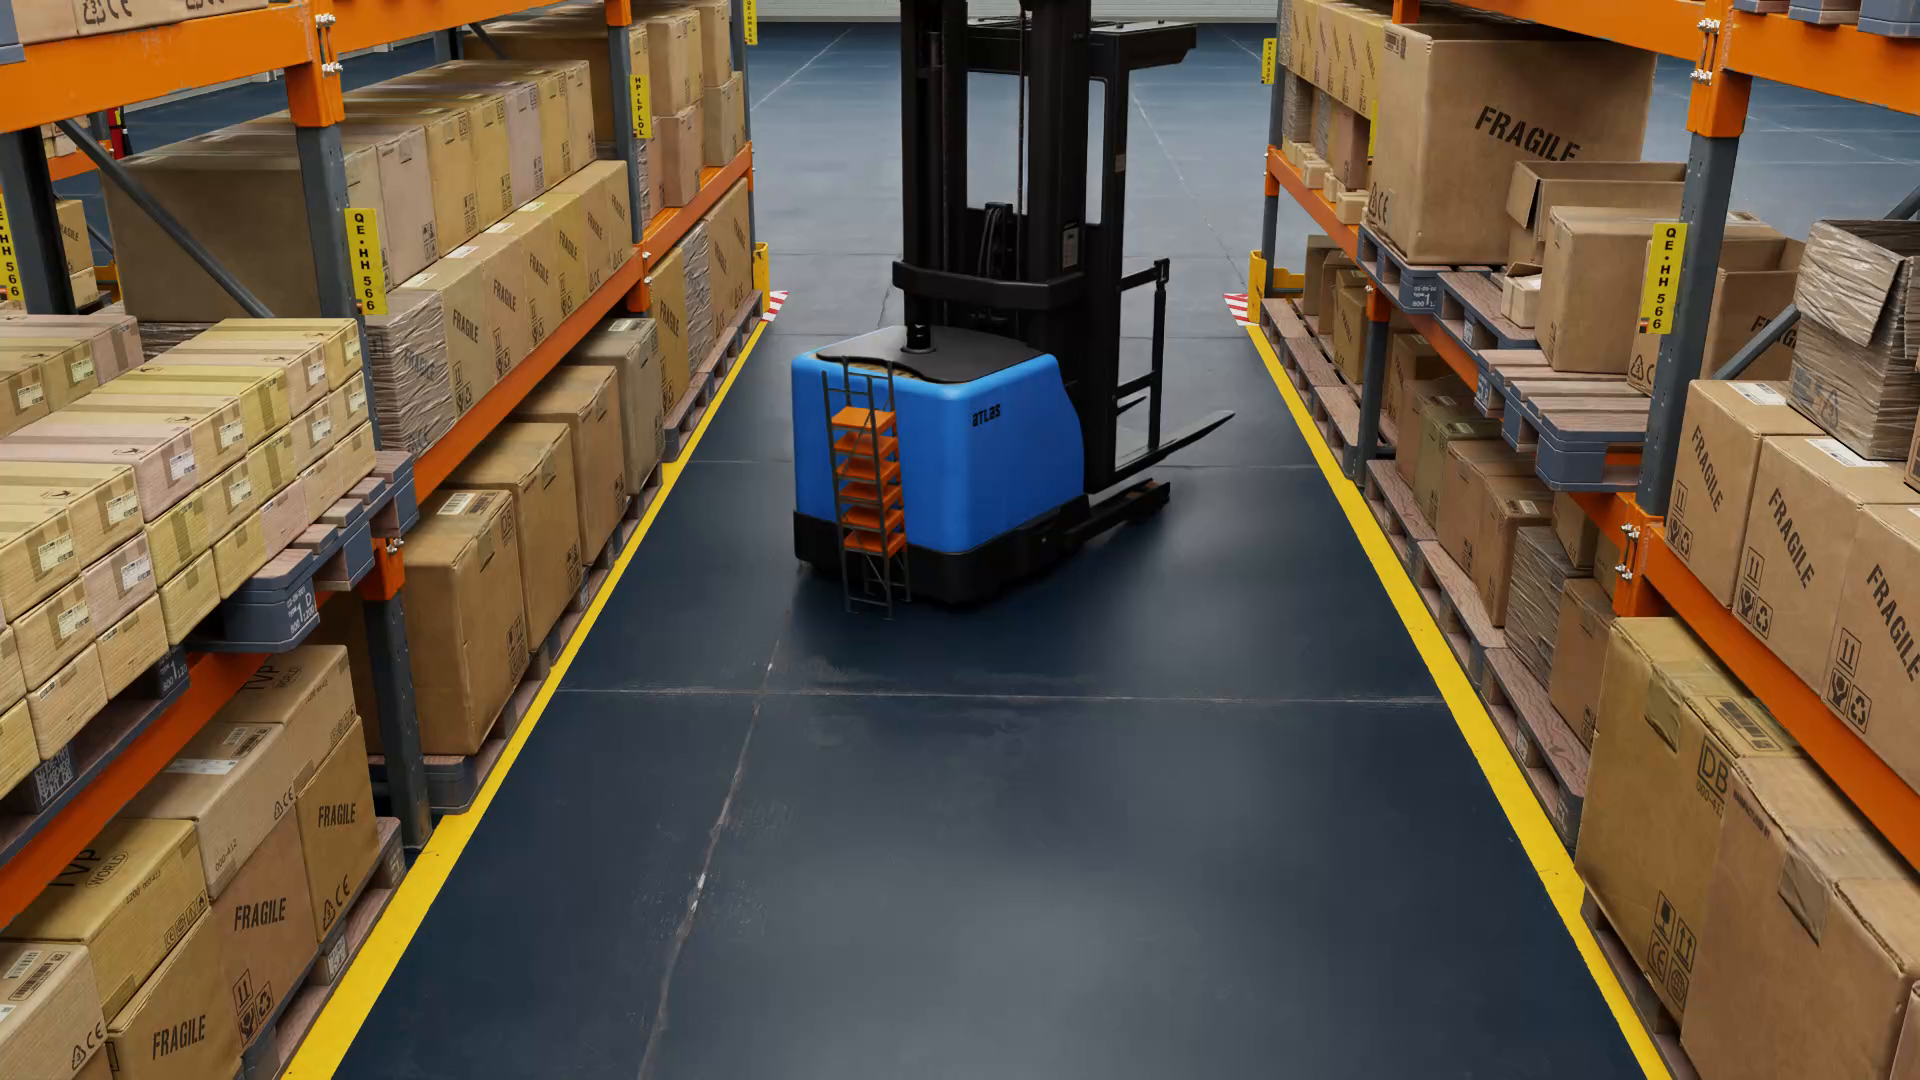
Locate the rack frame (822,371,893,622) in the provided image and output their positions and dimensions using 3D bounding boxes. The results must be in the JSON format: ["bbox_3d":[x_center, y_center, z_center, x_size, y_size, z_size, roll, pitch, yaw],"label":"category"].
[{"bbox_3d":[-0.448,-0.176,7.337,0.240,1.200,0.006,10,31,23],"label":"rack frame"}]

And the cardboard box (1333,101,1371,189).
[{"bbox_3d":[2.759,-2.412,10.049,0.875,0.500,0.500,1,21,2],"label":"cardboard box"}]

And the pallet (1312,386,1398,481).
[{"bbox_3d":[2.704,-0.645,9.900,1.003,0.211,1.213,1,21,2],"label":"pallet"}]

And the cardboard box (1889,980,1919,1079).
[{"bbox_3d":[2.501,1.430,3.052,1.225,0.875,0.875,0,21,0],"label":"cardboard box"}]

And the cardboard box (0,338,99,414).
[{"bbox_3d":[-2.571,-0.441,4.463,0.380,0.149,0.250,0,21,0],"label":"cardboard box"}]

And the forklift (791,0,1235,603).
[{"bbox_3d":[0.470,-1.551,8.473,1.130,2.935,3.031,15,26,34],"label":"forklift"}]

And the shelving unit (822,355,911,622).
[{"bbox_3d":[-0.409,-0.218,7.409,0.258,1.200,0.189,10,31,23],"label":"shelving unit"}]

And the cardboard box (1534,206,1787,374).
[{"bbox_3d":[2.490,-0.897,5.975,0.700,0.500,0.500,4,22,10],"label":"cardboard box"}]

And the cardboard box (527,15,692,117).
[{"bbox_3d":[-2.136,-2.894,10.139,0.875,0.550,0.550,1,21,2],"label":"cardboard box"}]

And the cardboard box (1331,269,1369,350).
[{"bbox_3d":[2.783,-1.511,11.151,0.500,0.500,0.500,3,21,7],"label":"cardboard box"}]

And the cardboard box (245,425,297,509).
[{"bbox_3d":[-1.929,-0.189,4.225,0.380,0.149,0.250,1,21,3],"label":"cardboard box"}]

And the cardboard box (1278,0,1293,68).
[{"bbox_3d":[2.551,-3.604,11.739,0.500,0.500,0.500,1,21,2],"label":"cardboard box"}]

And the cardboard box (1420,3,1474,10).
[{"bbox_3d":[3.020,-3.056,10.327,0.500,0.500,0.500,1,21,2],"label":"cardboard box"}]

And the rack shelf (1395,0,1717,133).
[{"bbox_3d":[2.658,-2.042,6.493,1.077,0.370,4.000,1,21,2],"label":"rack shelf"}]

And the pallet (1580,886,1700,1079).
[{"bbox_3d":[2.498,1.328,4.814,1.003,0.211,1.213,1,21,2],"label":"pallet"}]

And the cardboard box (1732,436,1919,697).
[{"bbox_3d":[2.297,0.057,4.098,0.500,0.500,0.500,0,21,0],"label":"cardboard box"}]

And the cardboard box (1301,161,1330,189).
[{"bbox_3d":[2.451,-2.390,10.888,0.380,0.149,0.250,1,21,2],"label":"cardboard box"}]

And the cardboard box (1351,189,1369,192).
[{"bbox_3d":[2.552,-2.027,9.953,0.380,0.149,0.250,1,21,2],"label":"cardboard box"}]

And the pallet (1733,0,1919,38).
[{"bbox_3d":[2.630,-1.333,3.932,1.213,0.211,1.003,2,21,4],"label":"pallet"}]

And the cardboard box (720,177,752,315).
[{"bbox_3d":[-2.069,-2.199,12.406,0.875,0.875,0.875,1,21,2],"label":"cardboard box"}]

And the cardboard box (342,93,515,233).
[{"bbox_3d":[-2.291,-1.575,6.921,0.700,0.500,0.500,0,21,1],"label":"cardboard box"}]

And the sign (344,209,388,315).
[{"bbox_3d":[-1.815,-0.847,5.075,0.100,0.325,0.005,1,21,2],"label":"sign"}]

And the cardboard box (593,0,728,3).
[{"bbox_3d":[-2.164,-3.679,12.164,0.875,0.550,0.550,1,21,2],"label":"cardboard box"}]

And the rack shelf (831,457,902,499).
[{"bbox_3d":[-0.413,-0.284,7.374,0.258,0.103,0.180,10,31,23],"label":"rack shelf"}]

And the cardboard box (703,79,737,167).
[{"bbox_3d":[-2.075,-2.976,11.844,0.875,0.550,0.550,1,21,2],"label":"cardboard box"}]

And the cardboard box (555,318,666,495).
[{"bbox_3d":[-2.165,-0.715,8.754,1.050,0.750,0.750,1,21,1],"label":"cardboard box"}]

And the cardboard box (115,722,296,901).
[{"bbox_3d":[-2.121,0.706,4.402,0.500,0.250,0.500,1,21,2],"label":"cardboard box"}]

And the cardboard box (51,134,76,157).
[{"bbox_3d":[-6.759,-2.910,12.229,0.380,0.149,0.250,0,21,1],"label":"cardboard box"}]

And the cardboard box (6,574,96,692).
[{"bbox_3d":[-1.962,0.179,3.276,0.380,0.149,0.250,0,21,1],"label":"cardboard box"}]

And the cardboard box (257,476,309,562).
[{"bbox_3d":[-1.930,-0.059,4.302,0.380,0.149,0.250,1,21,3],"label":"cardboard box"}]

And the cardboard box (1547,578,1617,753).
[{"bbox_3d":[2.597,0.462,6.039,0.700,0.500,0.500,0,21,-1],"label":"cardboard box"}]

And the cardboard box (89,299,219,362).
[{"bbox_3d":[-2.612,-0.559,5.686,0.500,0.500,0.500,1,21,2],"label":"cardboard box"}]

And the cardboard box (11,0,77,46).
[{"bbox_3d":[-2.142,-1.221,3.244,0.500,0.500,0.500,1,21,2],"label":"cardboard box"}]

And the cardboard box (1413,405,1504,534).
[{"bbox_3d":[2.645,-0.348,8.126,0.700,0.500,0.500,1,21,1],"label":"cardboard box"}]

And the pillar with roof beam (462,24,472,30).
[{"bbox_3d":[-7.733,-16.665,39.040,9.100,9.000,0.400,1,21,2],"label":"pillar with roof beam"}]

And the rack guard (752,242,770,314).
[{"bbox_3d":[-2.114,-2.083,13.206,1.175,0.500,0.348,1,21,2],"label":"rack guard"}]

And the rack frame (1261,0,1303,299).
[{"bbox_3d":[2.840,-3.148,12.497,1.000,3.000,0.127,1,21,2],"label":"rack frame"}]

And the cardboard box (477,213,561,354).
[{"bbox_3d":[-2.028,-1.099,7.077,0.500,0.500,0.500,0,21,1],"label":"cardboard box"}]

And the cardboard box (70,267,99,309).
[{"bbox_3d":[-6.821,-1.867,12.416,0.500,0.250,0.500,1,21,1],"label":"cardboard box"}]

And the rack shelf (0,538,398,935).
[{"bbox_3d":[-2.418,0.711,3.543,1.077,0.370,4.000,1,21,2],"label":"rack shelf"}]

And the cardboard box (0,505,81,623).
[{"bbox_3d":[-1.965,0.041,3.221,0.380,0.149,0.250,1,21,3],"label":"cardboard box"}]

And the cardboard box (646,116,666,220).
[{"bbox_3d":[-2.243,-2.196,9.834,0.875,0.550,0.550,1,21,2],"label":"cardboard box"}]

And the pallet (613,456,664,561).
[{"bbox_3d":[-2.184,-0.213,8.787,1.003,0.211,1.213,1,21,2],"label":"pallet"}]

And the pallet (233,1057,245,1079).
[{"bbox_3d":[-2.423,1.675,3.919,1.003,0.211,1.213,1,21,2],"label":"pallet"}]

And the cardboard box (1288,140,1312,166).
[{"bbox_3d":[2.544,-2.750,11.818,0.380,0.149,0.250,1,21,2],"label":"cardboard box"}]

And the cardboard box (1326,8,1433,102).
[{"bbox_3d":[2.487,-2.881,9.875,0.500,0.500,0.500,1,21,2],"label":"cardboard box"}]

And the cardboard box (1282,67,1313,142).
[{"bbox_3d":[2.796,-3.135,11.913,0.875,0.500,0.500,1,21,2],"label":"cardboard box"}]

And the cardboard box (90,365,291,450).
[{"bbox_3d":[-1.932,-0.335,4.191,0.380,0.149,0.250,1,21,3],"label":"cardboard box"}]

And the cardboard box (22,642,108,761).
[{"bbox_3d":[-1.962,0.320,3.324,0.380,0.149,0.250,0,21,-1],"label":"cardboard box"}]

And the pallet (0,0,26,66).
[{"bbox_3d":[-2.326,-0.809,2.579,1.213,0.211,1.003,1,21,2],"label":"pallet"}]

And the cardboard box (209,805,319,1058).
[{"bbox_3d":[-2.136,1.051,4.548,0.500,0.500,0.500,1,21,4],"label":"cardboard box"}]

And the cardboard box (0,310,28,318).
[{"bbox_3d":[-5.407,-0.990,9.343,0.500,0.500,0.500,1,21,2],"label":"cardboard box"}]

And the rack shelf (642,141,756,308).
[{"bbox_3d":[-2.175,-2.181,10.998,1.077,0.370,4.000,1,21,2],"label":"rack shelf"}]

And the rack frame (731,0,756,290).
[{"bbox_3d":[-2.114,-3.240,12.731,1.000,3.000,0.127,1,21,2],"label":"rack frame"}]
